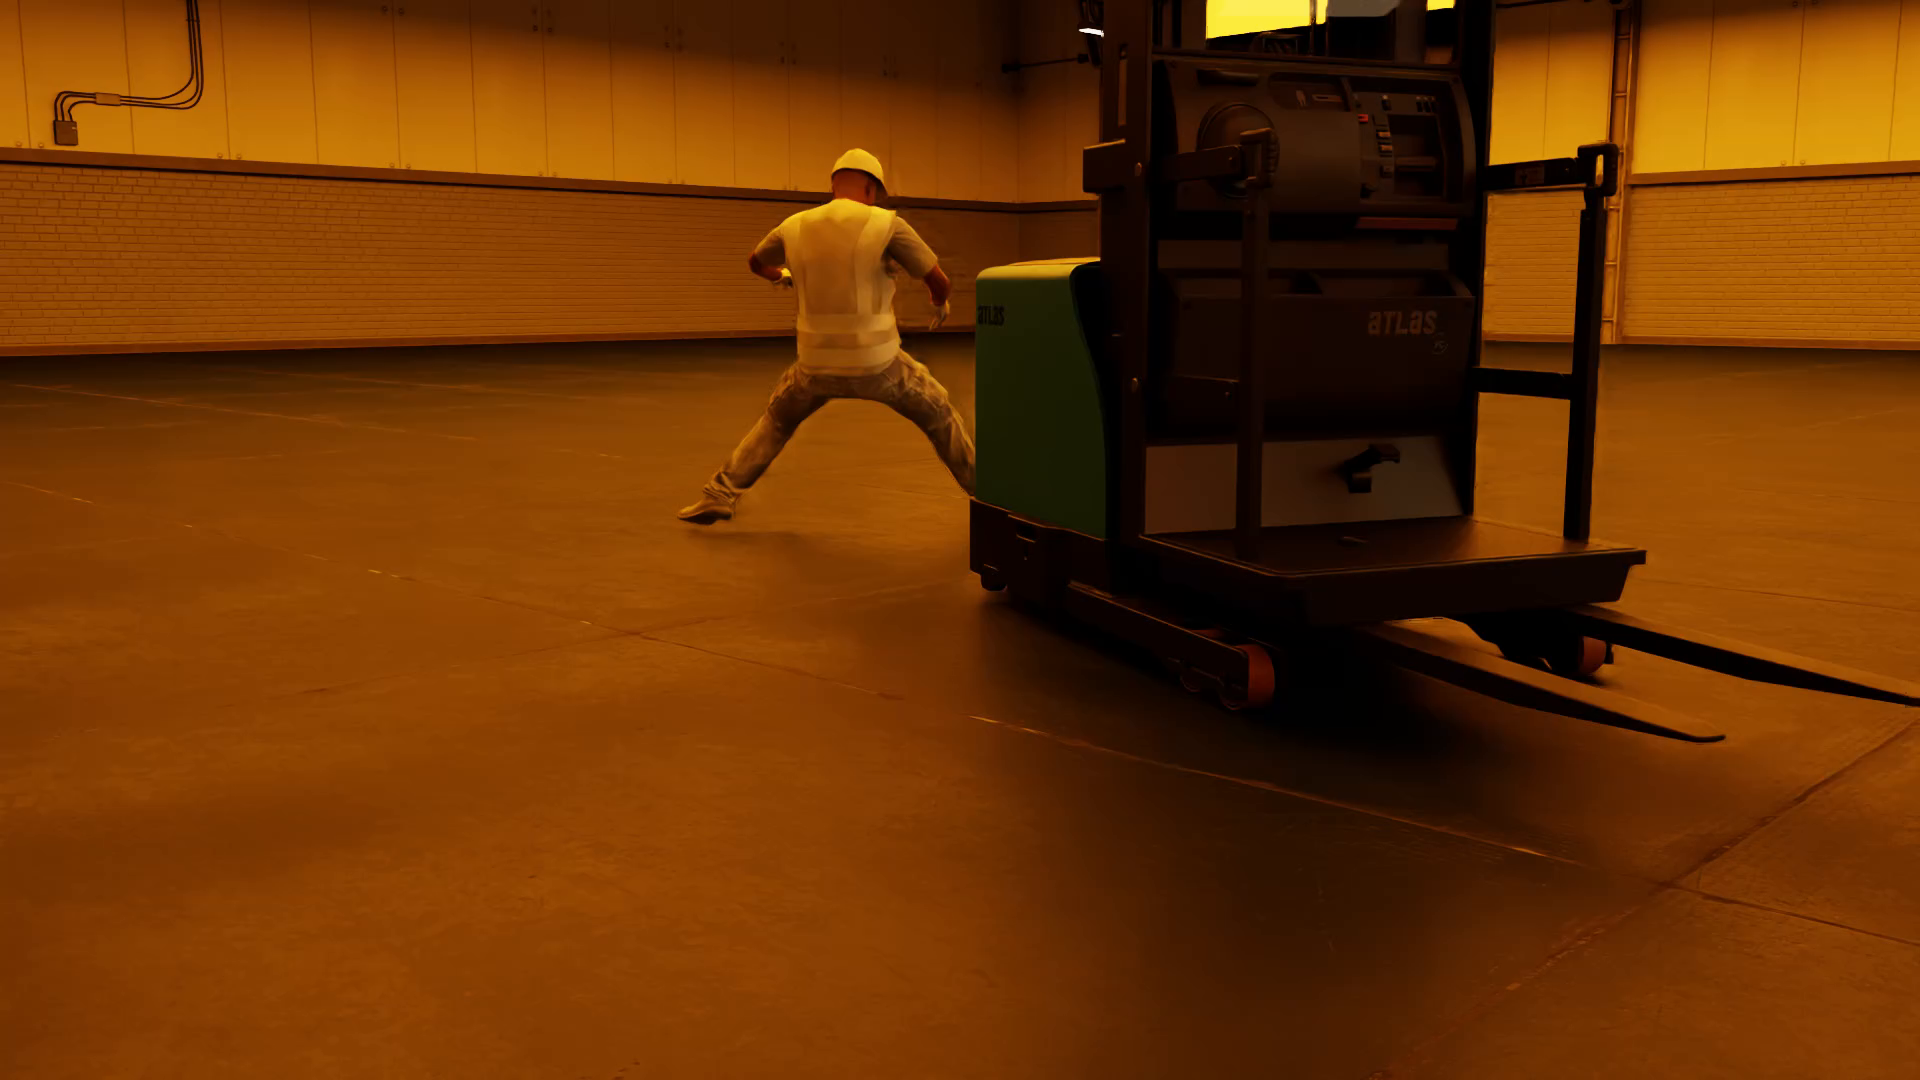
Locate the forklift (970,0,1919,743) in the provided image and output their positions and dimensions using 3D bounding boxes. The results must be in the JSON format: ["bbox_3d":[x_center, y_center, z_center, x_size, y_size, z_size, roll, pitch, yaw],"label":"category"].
[{"bbox_3d":[1.047,-1.108,4.231,1.130,2.935,3.031,-3,9,-21],"label":"forklift"}]

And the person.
[{"bbox_3d":[-0.459,-0.827,6.942,1.331,1.564,0.839,3,9,19],"label":"person"}]
